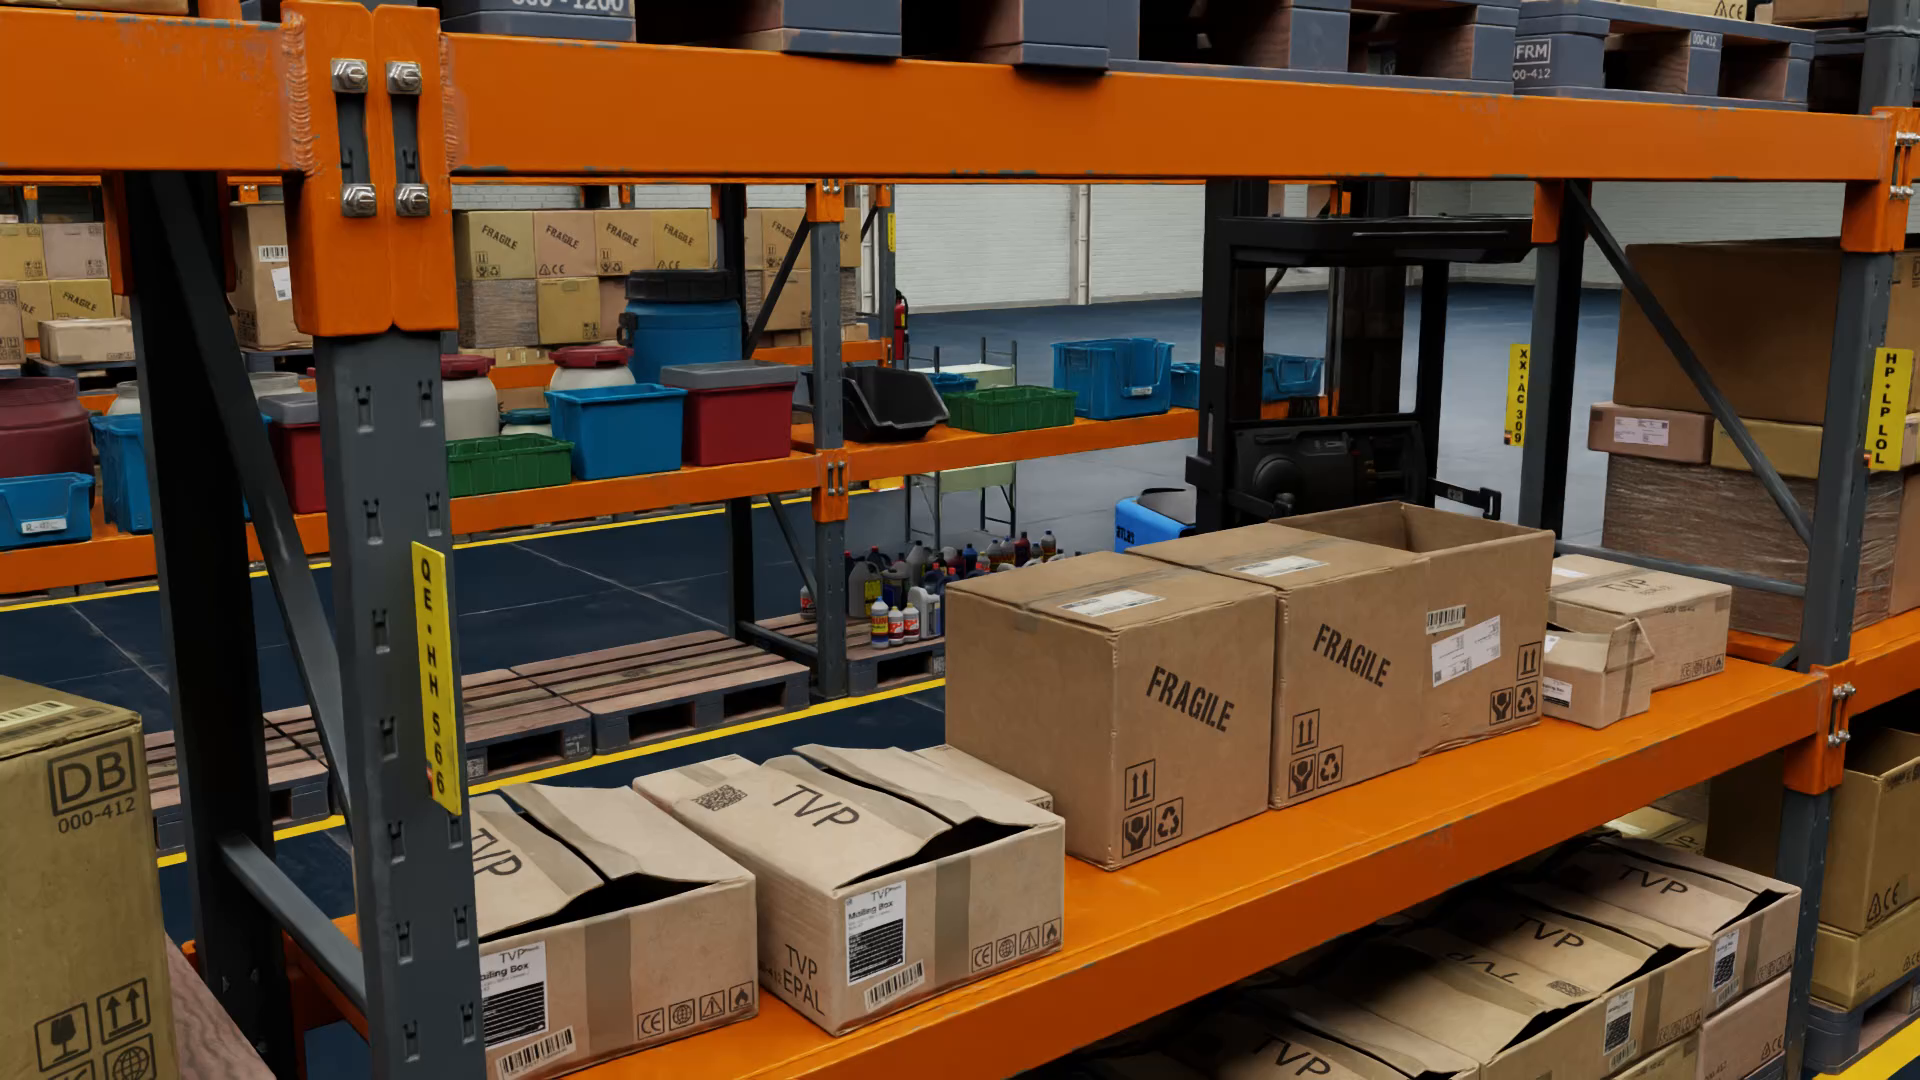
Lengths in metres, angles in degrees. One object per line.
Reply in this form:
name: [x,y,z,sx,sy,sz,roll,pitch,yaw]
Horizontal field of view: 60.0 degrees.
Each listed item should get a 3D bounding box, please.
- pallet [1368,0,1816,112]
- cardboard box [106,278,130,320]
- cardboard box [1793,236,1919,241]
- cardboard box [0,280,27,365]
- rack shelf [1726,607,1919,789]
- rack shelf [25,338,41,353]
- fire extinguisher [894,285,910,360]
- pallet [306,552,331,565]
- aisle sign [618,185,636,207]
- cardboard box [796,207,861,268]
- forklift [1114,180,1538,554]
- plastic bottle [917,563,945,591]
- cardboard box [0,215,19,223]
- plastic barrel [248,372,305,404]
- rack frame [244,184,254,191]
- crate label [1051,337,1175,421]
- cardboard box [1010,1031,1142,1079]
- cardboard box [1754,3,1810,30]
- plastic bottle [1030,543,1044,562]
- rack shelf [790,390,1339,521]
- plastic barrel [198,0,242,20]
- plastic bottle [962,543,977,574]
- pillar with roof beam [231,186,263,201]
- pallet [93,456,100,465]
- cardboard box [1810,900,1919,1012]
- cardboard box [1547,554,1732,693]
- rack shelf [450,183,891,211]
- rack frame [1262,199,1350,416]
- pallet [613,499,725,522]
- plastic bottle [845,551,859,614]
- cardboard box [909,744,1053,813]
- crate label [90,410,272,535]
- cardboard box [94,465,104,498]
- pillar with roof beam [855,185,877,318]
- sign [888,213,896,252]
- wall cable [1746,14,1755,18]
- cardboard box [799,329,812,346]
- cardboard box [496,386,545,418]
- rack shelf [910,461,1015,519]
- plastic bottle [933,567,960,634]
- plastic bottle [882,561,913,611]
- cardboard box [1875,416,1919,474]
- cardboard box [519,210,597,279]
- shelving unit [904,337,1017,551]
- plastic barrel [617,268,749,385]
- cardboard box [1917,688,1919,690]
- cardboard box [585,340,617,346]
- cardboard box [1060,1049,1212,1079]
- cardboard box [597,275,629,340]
pallet: [1.460,-1.167,4.143,1.217,0.209,0.805,-10,16,-40]
cardboard box: [-7.700,-2.207,15.561,0.500,0.500,0.500,-10,15,-38]
cardboard box: [3.268,-0.783,5.730,0.500,0.500,0.700,-9,15,-38]
cardboard box: [-6.399,-1.418,10.832,0.500,0.500,0.700,-7,14,-29]
rack shelf: [3.702,0.182,6.280,4.000,0.370,1.077,-9,15,-38]
rack shelf: [-8.627,-1.723,15.255,4.000,0.370,1.077,-9,15,-38]
fire extinguisher: [-0.545,-1.939,14.723,0.183,0.674,0.296,-9,15,-38]
pallet: [-4.653,-0.052,12.365,1.213,0.211,1.003,-9,15,-38]
aisle sign: [-3.699,-4.086,18.391,0.004,0.787,0.394,-9,15,-38]
cardboard box: [-1.197,-2.608,14.327,0.500,0.500,0.500,-9,15,-38]
forklift: [1.712,-0.339,7.170,1.130,2.935,3.031,-4,13,-18]
plastic bottle: [-0.152,0.306,9.285,0.185,0.351,0.144,-9,15,-38]
cardboard box: [-10.986,-3.654,19.084,0.250,0.149,0.380,-10,16,-39]
plastic barrel: [-3.076,-0.472,7.363,0.421,0.512,0.421,0,12,0]
rack frame: [-7.065,-2.335,16.403,0.127,3.000,1.000,-9,15,-38]
crate label: [0.904,-0.968,9.879,0.616,0.435,0.502,-9,15,-38]
cardboard box: [0.070,1.233,3.860,0.500,0.311,0.500,-10,15,-38]
cardboard box: [2.911,-1.729,5.586,0.250,0.149,0.380,-9,15,-38]
plastic bottle: [0.481,0.119,10.525,0.097,0.201,0.097,0,12,0]
rack shelf: [0.610,-0.622,10.066,4.000,0.370,1.077,-9,15,-38]
plastic barrel: [-2.787,-2.028,6.705,0.708,0.830,0.600,-9,15,-38]
plastic bottle: [0.058,0.155,10.187,0.097,0.271,0.097,0,12,0]
pillar with roof beam: [-8.634,-6.740,22.707,0.400,9.000,9.100,-9,15,-38]
pallet: [-8.574,-0.699,15.414,1.213,0.211,1.003,-9,15,-38]
cardboard box: [2.692,1.219,5.277,0.500,0.250,0.500,-9,15,-38]
cardboard box: [1.783,0.234,4.665,0.500,0.250,0.500,-8,15,-34]
rack shelf: [-2.484,-2.892,13.538,4.000,0.370,1.077,-9,15,-38]
rack frame: [2.172,-1.233,11.214,0.127,3.000,1.000,-9,15,-38]
pallet: [-2.590,-0.405,14.029,1.213,0.211,1.003,-9,15,-38]
plastic bottle: [-0.629,0.236,9.612,0.185,0.351,0.144,-10,16,-39]
cardboard box: [-0.023,0.557,3.388,0.250,0.149,0.380,-8,14,-34]
crate label: [-3.130,-0.297,6.722,0.616,0.435,0.502,-9,15,-38]
cardboard box: [-5.795,-0.230,11.447,0.500,0.500,0.700,-8,14,-33]
pillar with roof beam: [0.736,-8.297,30.040,0.548,9.000,9.100,-9,15,-38]
sign: [-0.591,-2.665,14.408,0.005,0.325,0.100,-9,15,-38]
wall cable: [18.852,-13.735,40.013,0.112,2.526,3.097,-9,15,-38]
cardboard box: [-1.374,-1.770,14.347,0.250,0.149,0.380,-9,15,-38]
cardboard box: [-5.116,-1.807,18.020,0.875,0.875,0.875,-10,15,-39]
rack shelf: [0.005,-0.416,12.545,0.720,0.370,0.431,-9,15,-38]
plastic bottle: [-0.062,0.329,9.175,0.185,0.351,0.144,-9,15,-36]
plastic bottle: [-0.366,0.269,9.640,0.135,0.276,0.152,-9,15,-38]
cardboard box: [2.667,-0.312,5.076,0.250,0.149,0.380,-9,15,-37]
cardboard box: [-3.146,-2.283,12.795,0.500,0.500,0.500,-9,15,-38]
shelving unit: [0.005,-0.735,12.477,0.755,1.500,0.431,-9,15,-38]
plastic barrel: [-1.442,-0.958,8.713,0.708,0.901,0.600,-9,15,-38]
cardboard box: [3.479,0.724,5.803,0.500,0.500,0.500,-9,15,-38]
cardboard box: [-2.898,-1.500,13.078,0.250,0.149,0.380,-9,15,-38]
cardboard box: [0.414,1.319,3.456,0.500,0.311,0.500,-10,16,-39]
cardboard box: [-2.916,-1.900,13.400,0.500,0.500,0.875,-9,15,-38]
